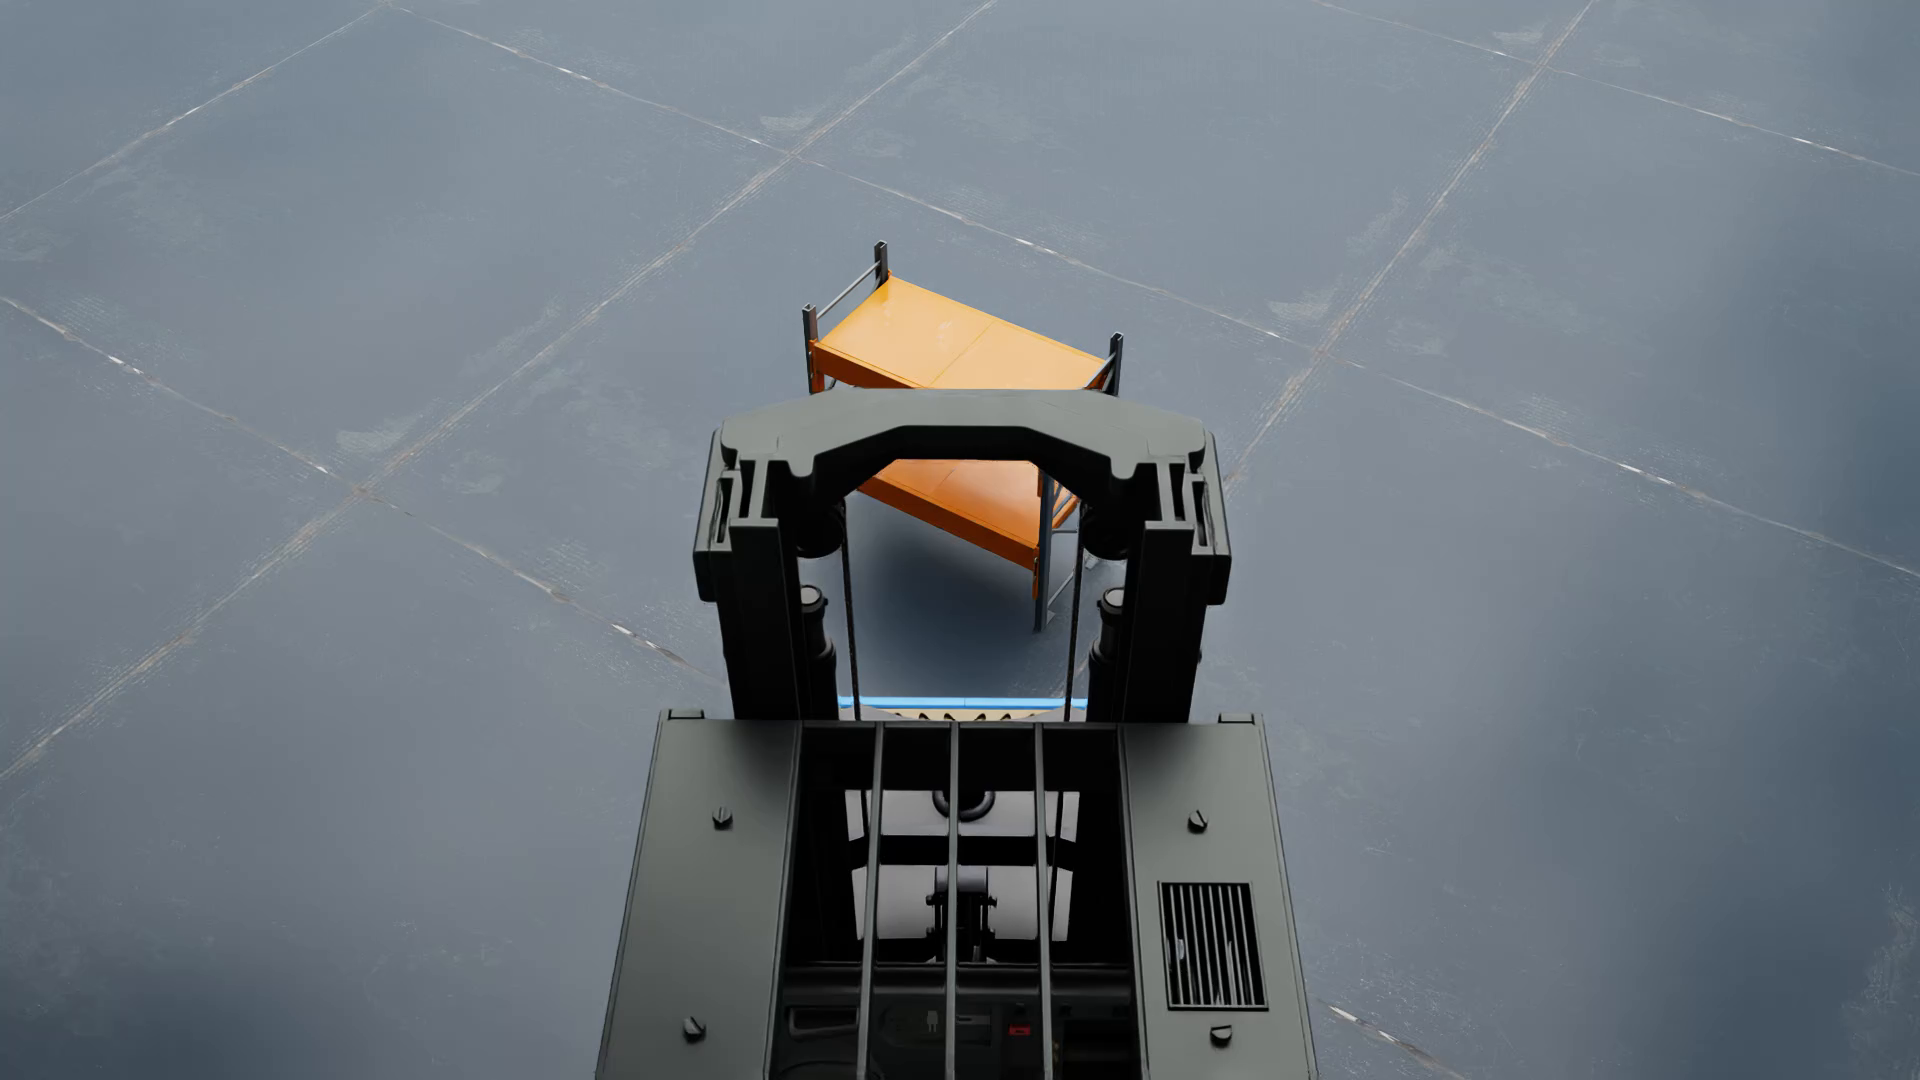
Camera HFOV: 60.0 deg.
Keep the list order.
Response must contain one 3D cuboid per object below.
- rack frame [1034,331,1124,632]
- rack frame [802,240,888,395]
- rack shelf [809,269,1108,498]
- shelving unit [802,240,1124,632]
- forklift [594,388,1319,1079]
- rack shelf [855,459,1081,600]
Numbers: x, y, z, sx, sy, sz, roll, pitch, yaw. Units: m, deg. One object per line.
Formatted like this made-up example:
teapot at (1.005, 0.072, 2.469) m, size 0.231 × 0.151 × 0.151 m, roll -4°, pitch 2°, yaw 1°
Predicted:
rack frame at (0.434, -0.193, 6.153) m, size 0.032 × 1.125 × 0.500 m, roll 25°, pitch 51°, yaw 22°
rack frame at (-0.422, -0.586, 6.535) m, size 0.032 × 1.125 × 0.500 m, roll 25°, pitch 51°, yaw 22°
rack shelf at (0.006, -0.593, 6.134) m, size 1.000 × 0.278 × 0.538 m, roll 25°, pitch 51°, yaw 22°
shelving unit at (0.006, -0.389, 6.344) m, size 1.048 × 1.125 × 0.538 m, roll 25°, pitch 51°, yaw 22°
forklift at (-0.001, 1.242, 3.500) m, size 1.130 × 2.935 × 3.031 m, roll 0°, pitch 46°, yaw 0°
rack shelf at (0.006, -0.219, 6.519) m, size 1.000 × 0.278 × 0.538 m, roll 25°, pitch 51°, yaw 22°
